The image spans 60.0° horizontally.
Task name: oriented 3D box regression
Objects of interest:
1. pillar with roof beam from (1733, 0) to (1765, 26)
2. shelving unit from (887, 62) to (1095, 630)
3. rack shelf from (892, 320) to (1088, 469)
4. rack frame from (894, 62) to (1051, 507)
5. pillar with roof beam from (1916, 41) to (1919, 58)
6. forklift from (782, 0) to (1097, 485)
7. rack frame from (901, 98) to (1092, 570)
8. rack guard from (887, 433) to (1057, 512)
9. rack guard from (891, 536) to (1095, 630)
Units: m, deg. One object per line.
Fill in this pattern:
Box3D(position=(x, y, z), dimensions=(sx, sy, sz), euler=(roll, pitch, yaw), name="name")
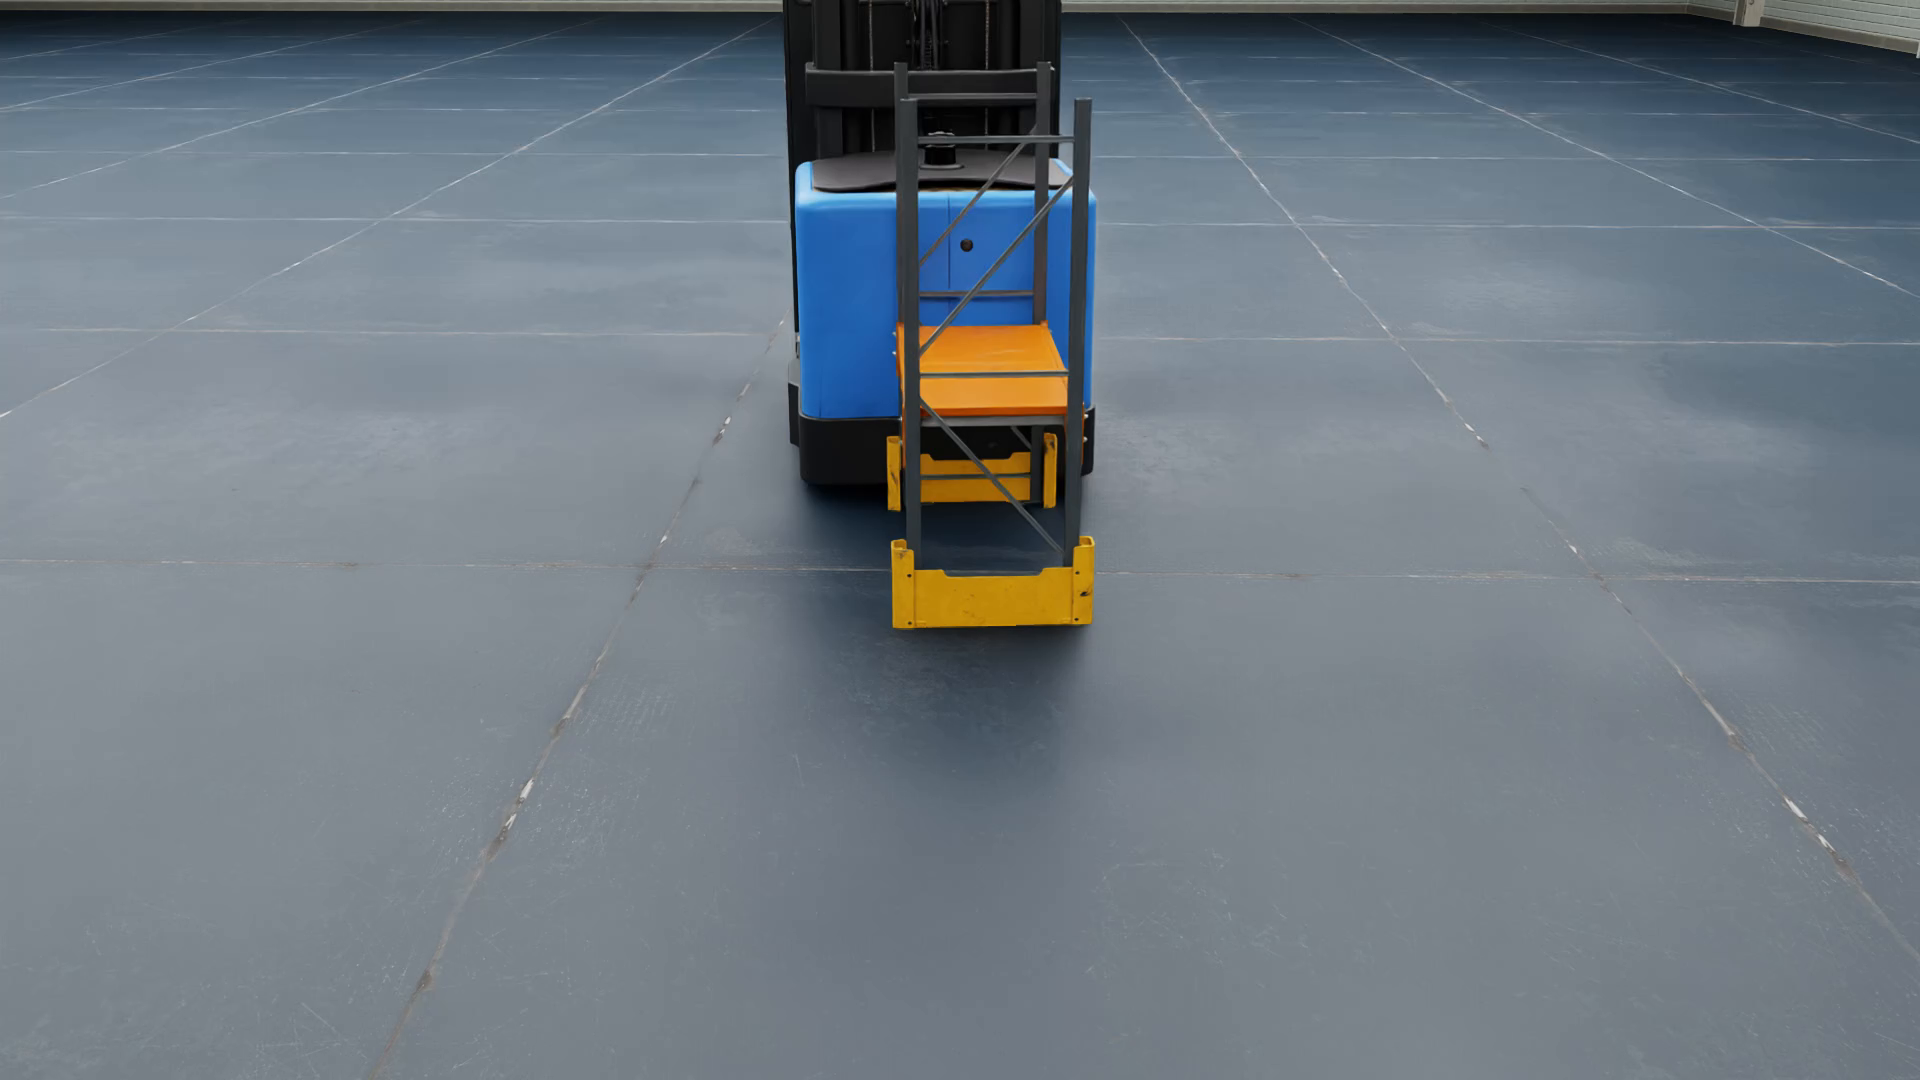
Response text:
Box3D(position=(8.613, -12.688, 25.788), dimensions=(9.100, 9.000, 0.400), euler=(1, 21, 2), name="pillar with roof beam")
Box3D(position=(0.068, -0.638, 5.100), dimensions=(0.587, 1.500, 1.083), euler=(-1, 21, -3), name="shelving unit")
Box3D(position=(0.068, -0.474, 5.173), dimensions=(0.538, 0.185, 1.000), euler=(-1, 21, -3), name="rack shelf")
Box3D(position=(0.040, -0.825, 5.581), dimensions=(0.500, 1.500, 0.032), euler=(-1, 21, -3), name="rack frame")
Box3D(position=(8.430, -10.518, 20.197), dimensions=(9.100, 9.000, 0.400), euler=(1, 21, 2), name="pillar with roof beam")
Box3D(position=(-0.170, -2.050, 6.760), dimensions=(1.130, 2.935, 3.031), euler=(-2, 21, -5), name="forklift")
Box3D(position=(0.095, -0.458, 4.635), dimensions=(0.500, 1.500, 0.032), euler=(-1, 21, -3), name="rack frame")
Box3D(position=(0.041, -0.235, 5.789), dimensions=(0.587, 0.250, 0.087), euler=(-1, 21, -3), name="rack guard")
Box3D(position=(0.095, 0.125, 4.862), dimensions=(0.587, 0.250, 0.087), euler=(-1, 21, -3), name="rack guard")
